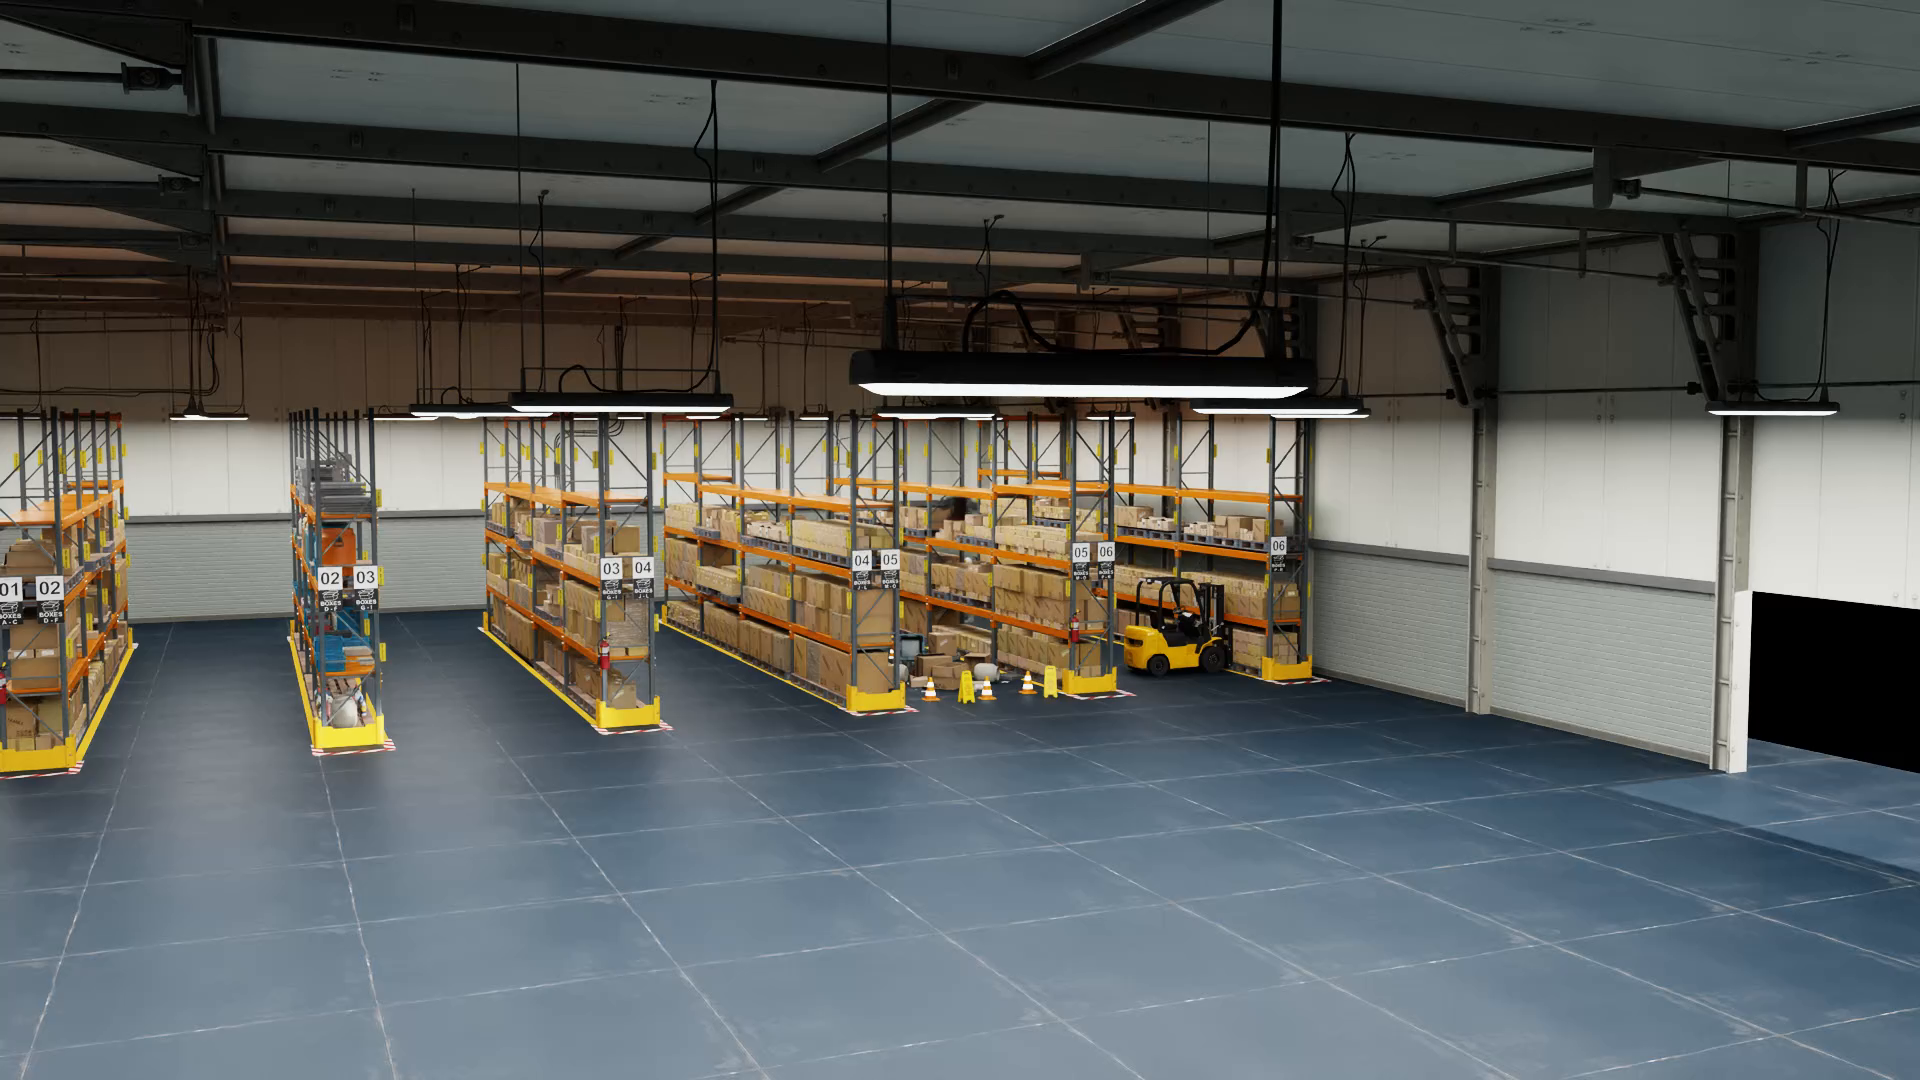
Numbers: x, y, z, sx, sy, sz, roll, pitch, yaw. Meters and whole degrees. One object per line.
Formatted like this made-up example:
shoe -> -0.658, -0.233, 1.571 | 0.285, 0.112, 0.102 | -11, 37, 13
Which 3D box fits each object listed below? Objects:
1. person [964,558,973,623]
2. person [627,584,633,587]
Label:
person -> 0.200, 1.369, 45.321 | 0.366, 1.773, 0.593 | -1, 4, -11
person -> -9.645, 1.471, 48.323 | 0.477, 1.720, 0.999 | 0, 4, 0
